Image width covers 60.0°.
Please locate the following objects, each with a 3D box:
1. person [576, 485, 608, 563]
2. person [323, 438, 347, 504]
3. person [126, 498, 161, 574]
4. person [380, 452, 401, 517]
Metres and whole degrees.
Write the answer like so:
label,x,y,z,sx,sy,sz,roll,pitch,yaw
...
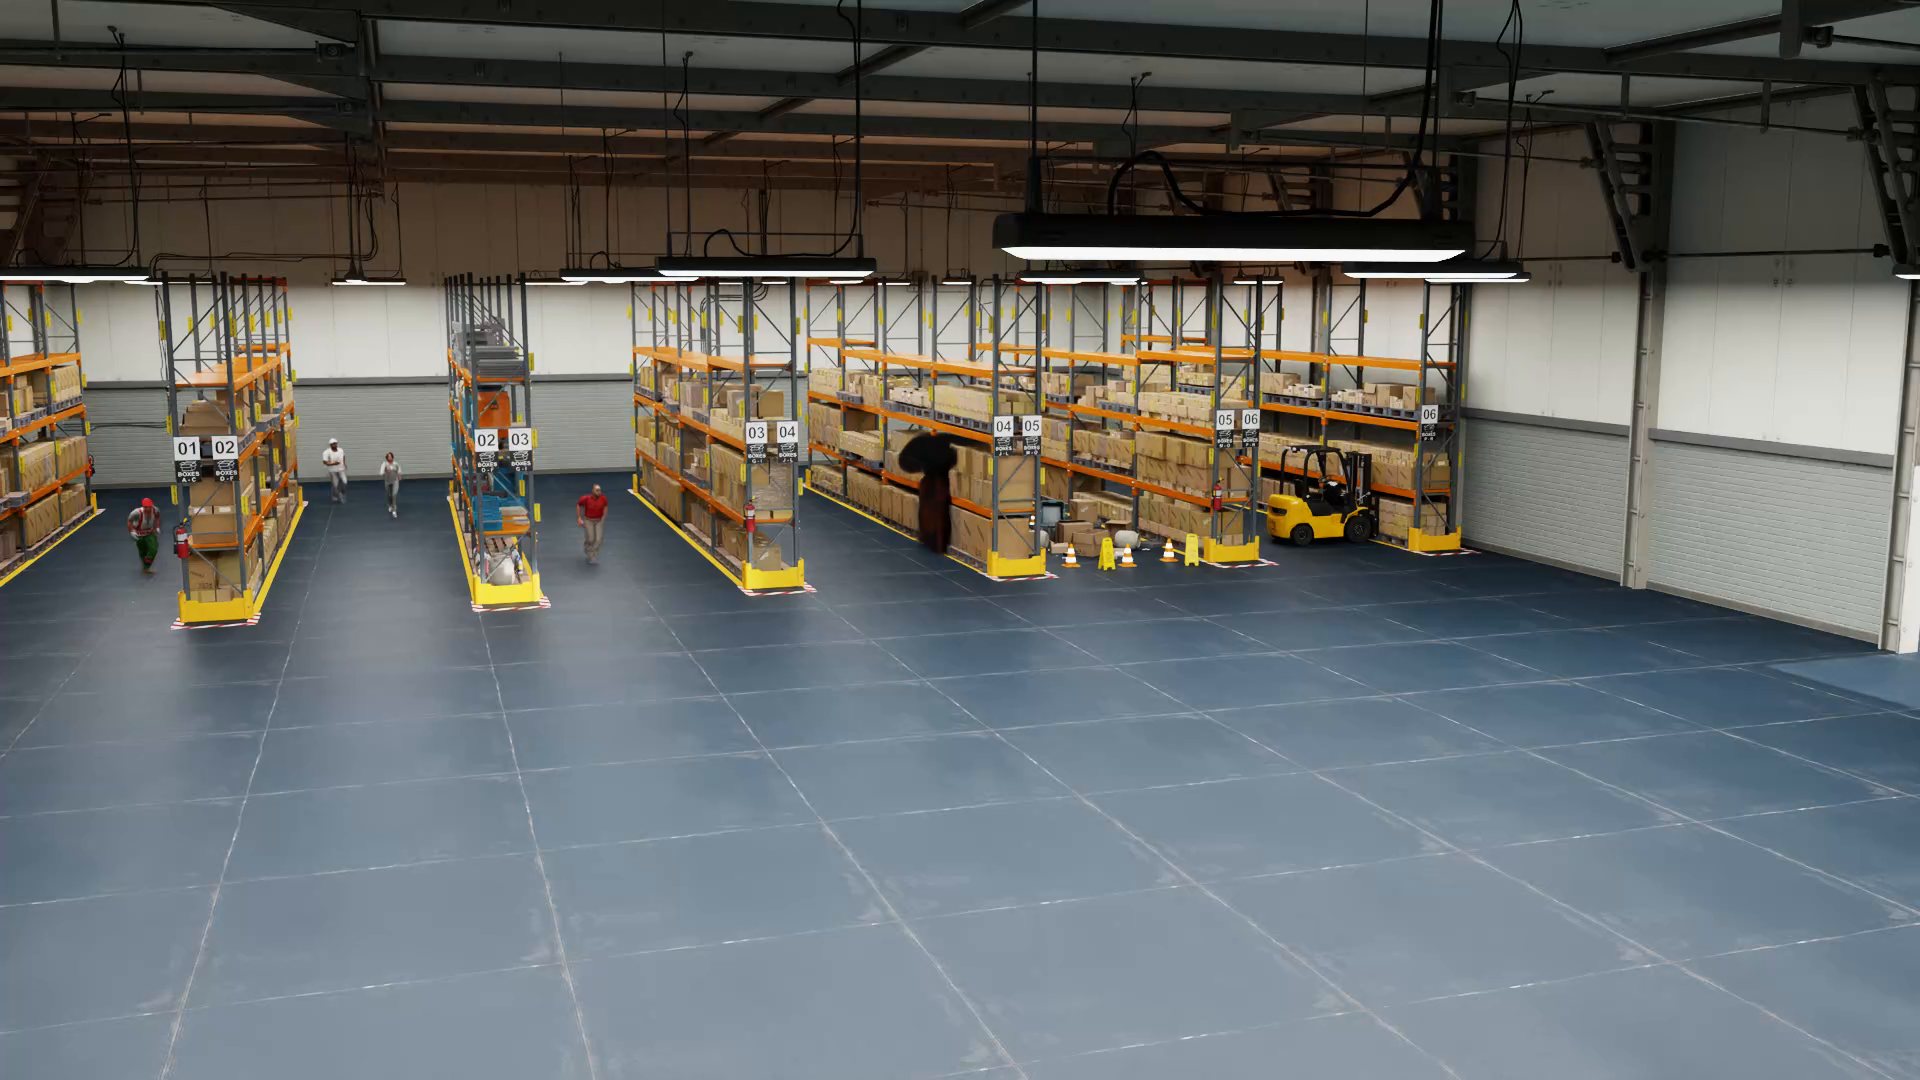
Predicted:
label,x,y,z,sx,sy,sz,roll,pitch,yaw
person,-7.717,-0.356,34.988,0.641,1.657,0.692,-6,11,-36
person,-16.712,-1.838,44.511,0.641,1.777,0.682,-6,11,-37
person,-16.504,-0.100,33.624,0.664,1.571,1.079,-7,11,-39
person,-14.375,-1.422,42.015,0.513,1.609,0.861,-3,9,-19
